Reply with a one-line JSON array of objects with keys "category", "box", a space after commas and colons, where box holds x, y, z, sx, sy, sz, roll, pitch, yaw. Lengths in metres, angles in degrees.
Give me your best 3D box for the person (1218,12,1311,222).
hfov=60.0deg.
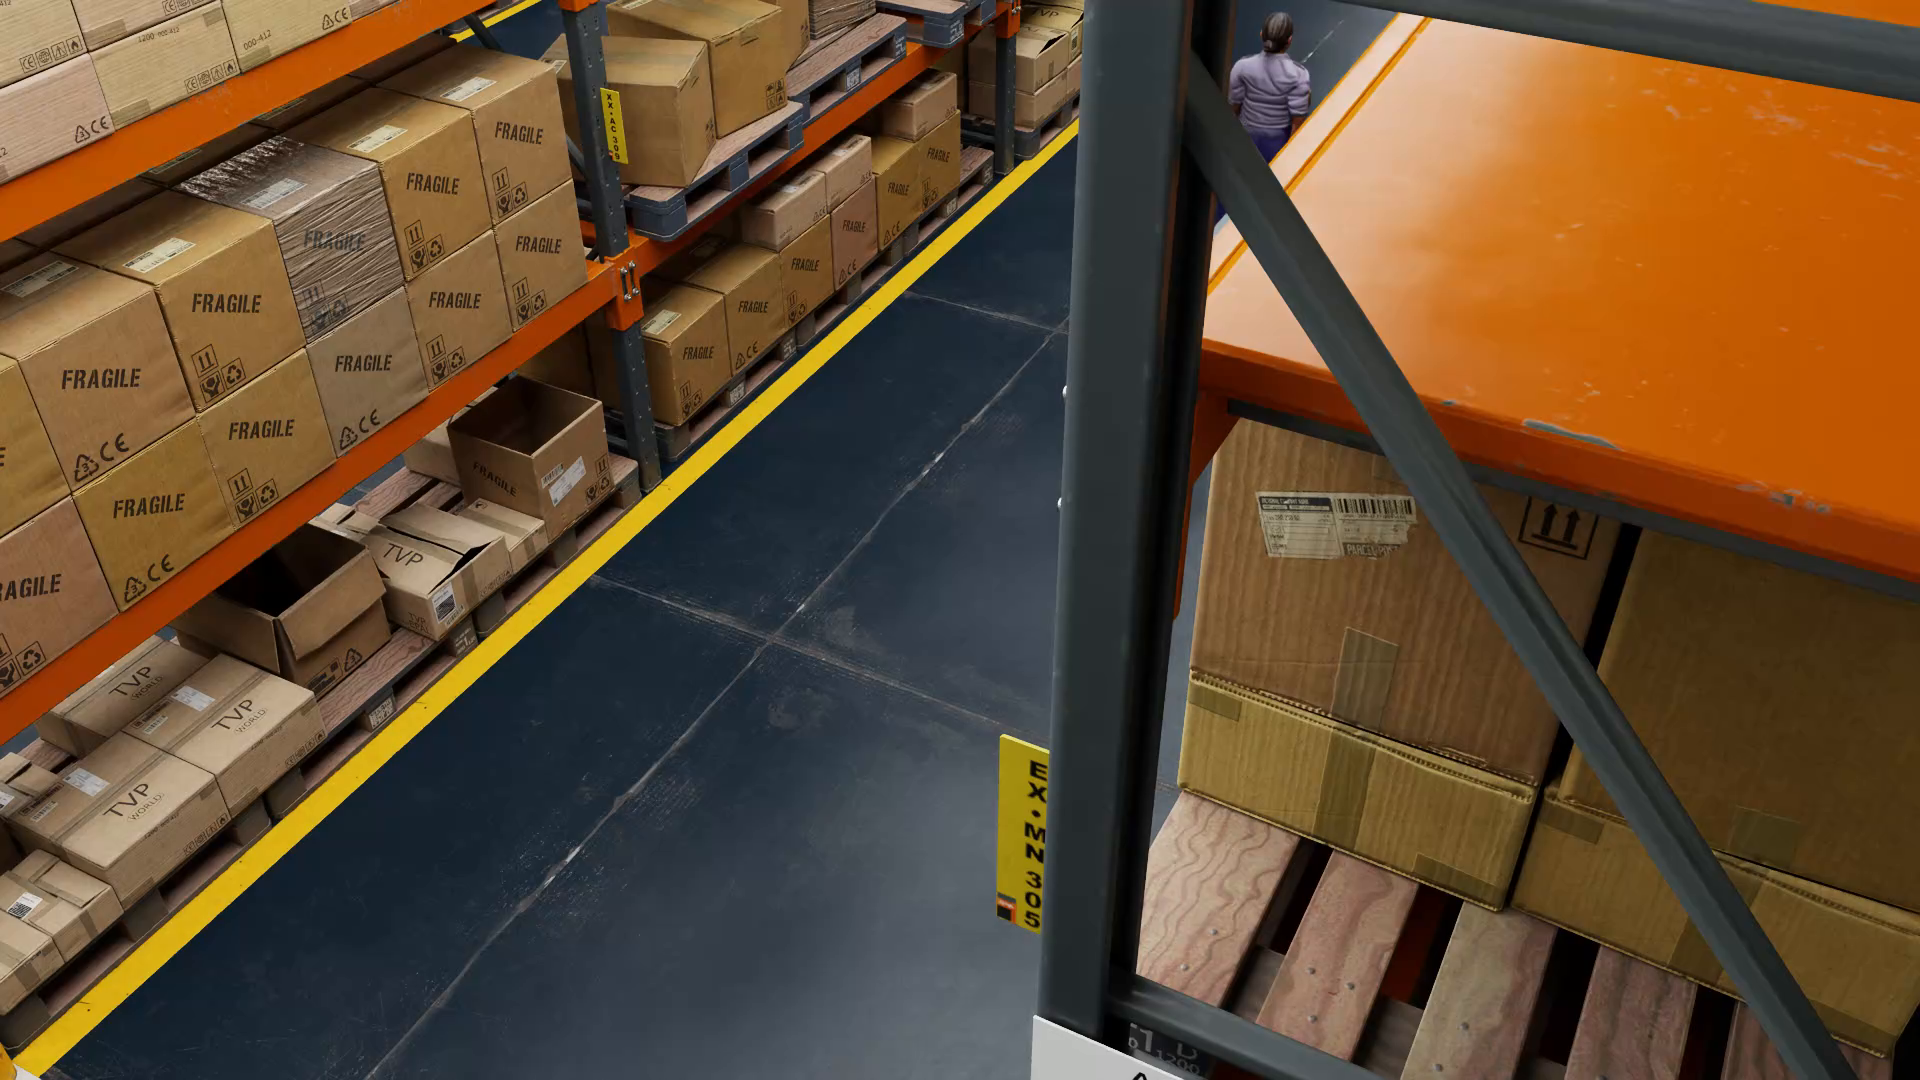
[{"category": "person", "box": [1.695, -2.165, 9.389, 0.490, 1.623, 0.558, 11, 39, 14]}]
